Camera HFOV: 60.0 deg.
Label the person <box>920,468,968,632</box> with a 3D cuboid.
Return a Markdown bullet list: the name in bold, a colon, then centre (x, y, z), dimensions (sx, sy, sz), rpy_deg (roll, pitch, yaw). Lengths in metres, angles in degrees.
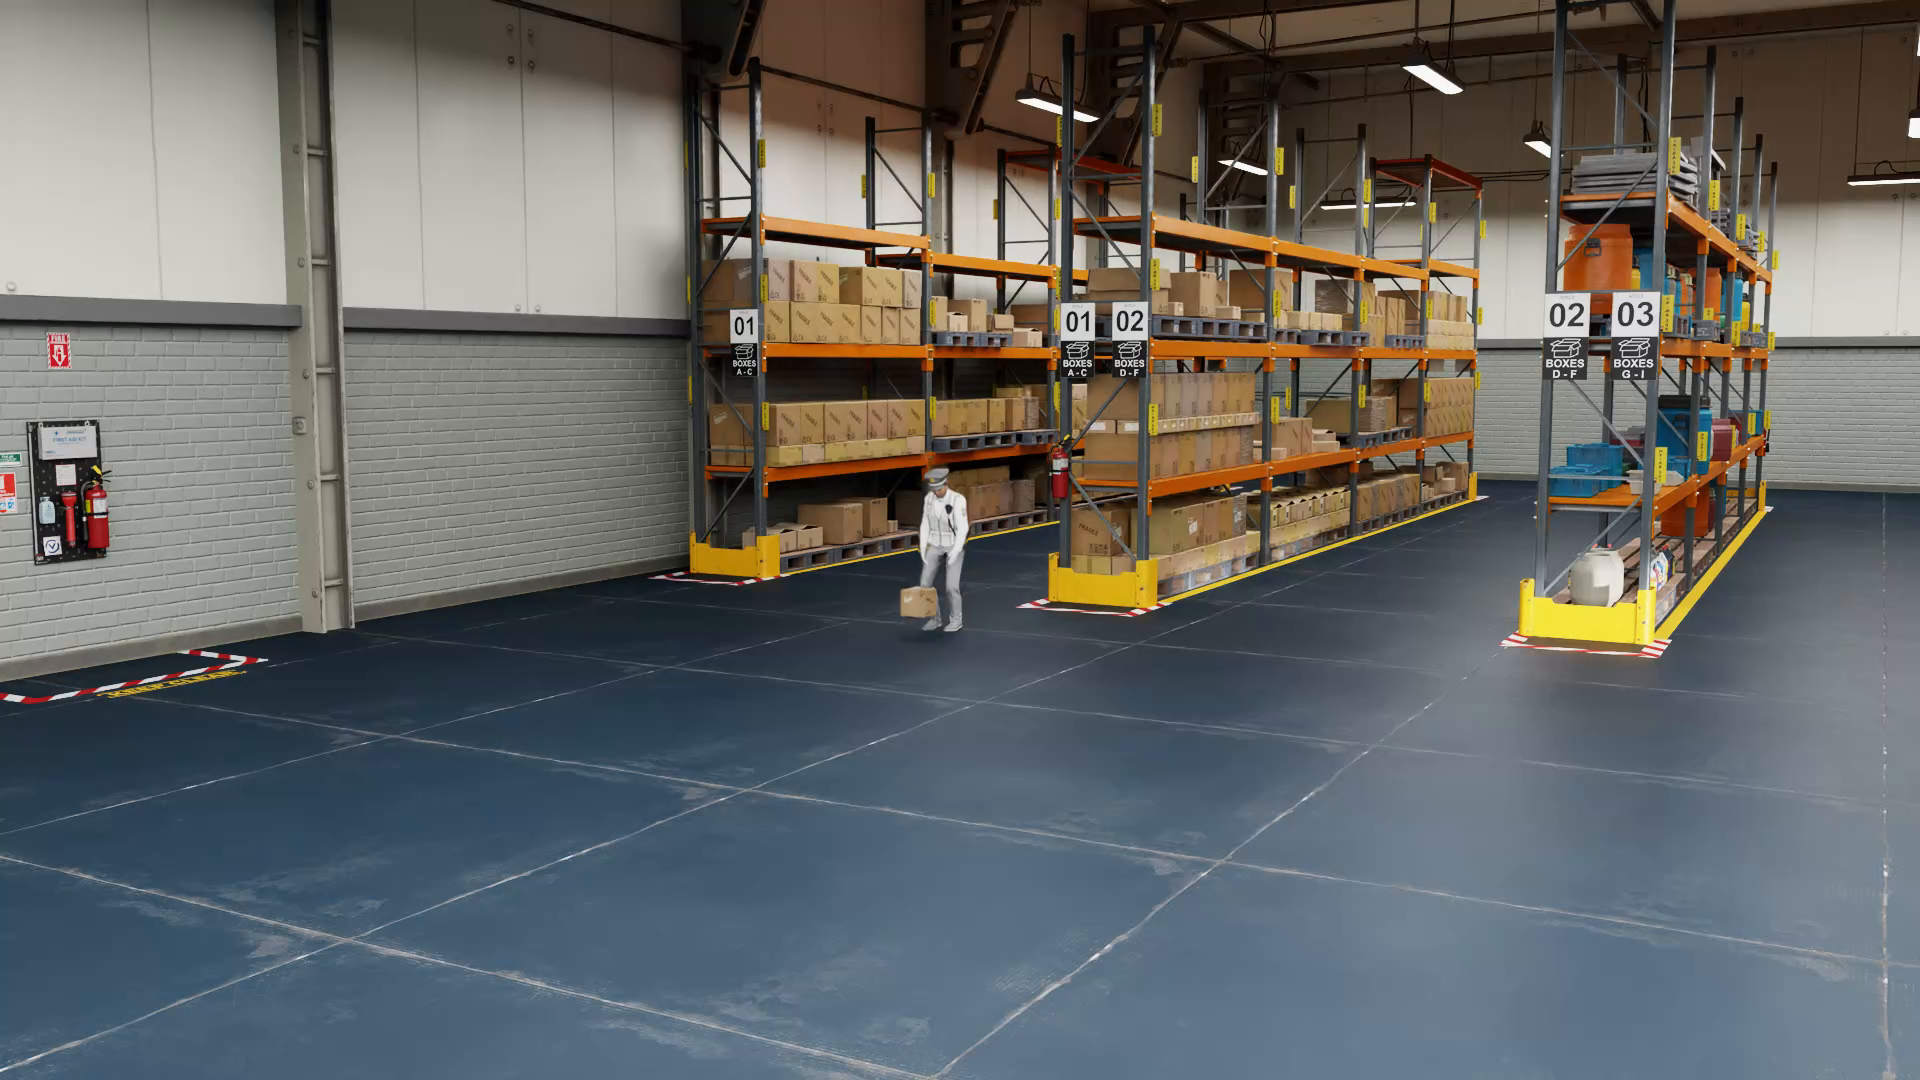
- **person**: centre (-0.151, 0.093, 15.969), dimensions (0.516, 1.576, 0.526), rpy_deg (3, 7, 30)
